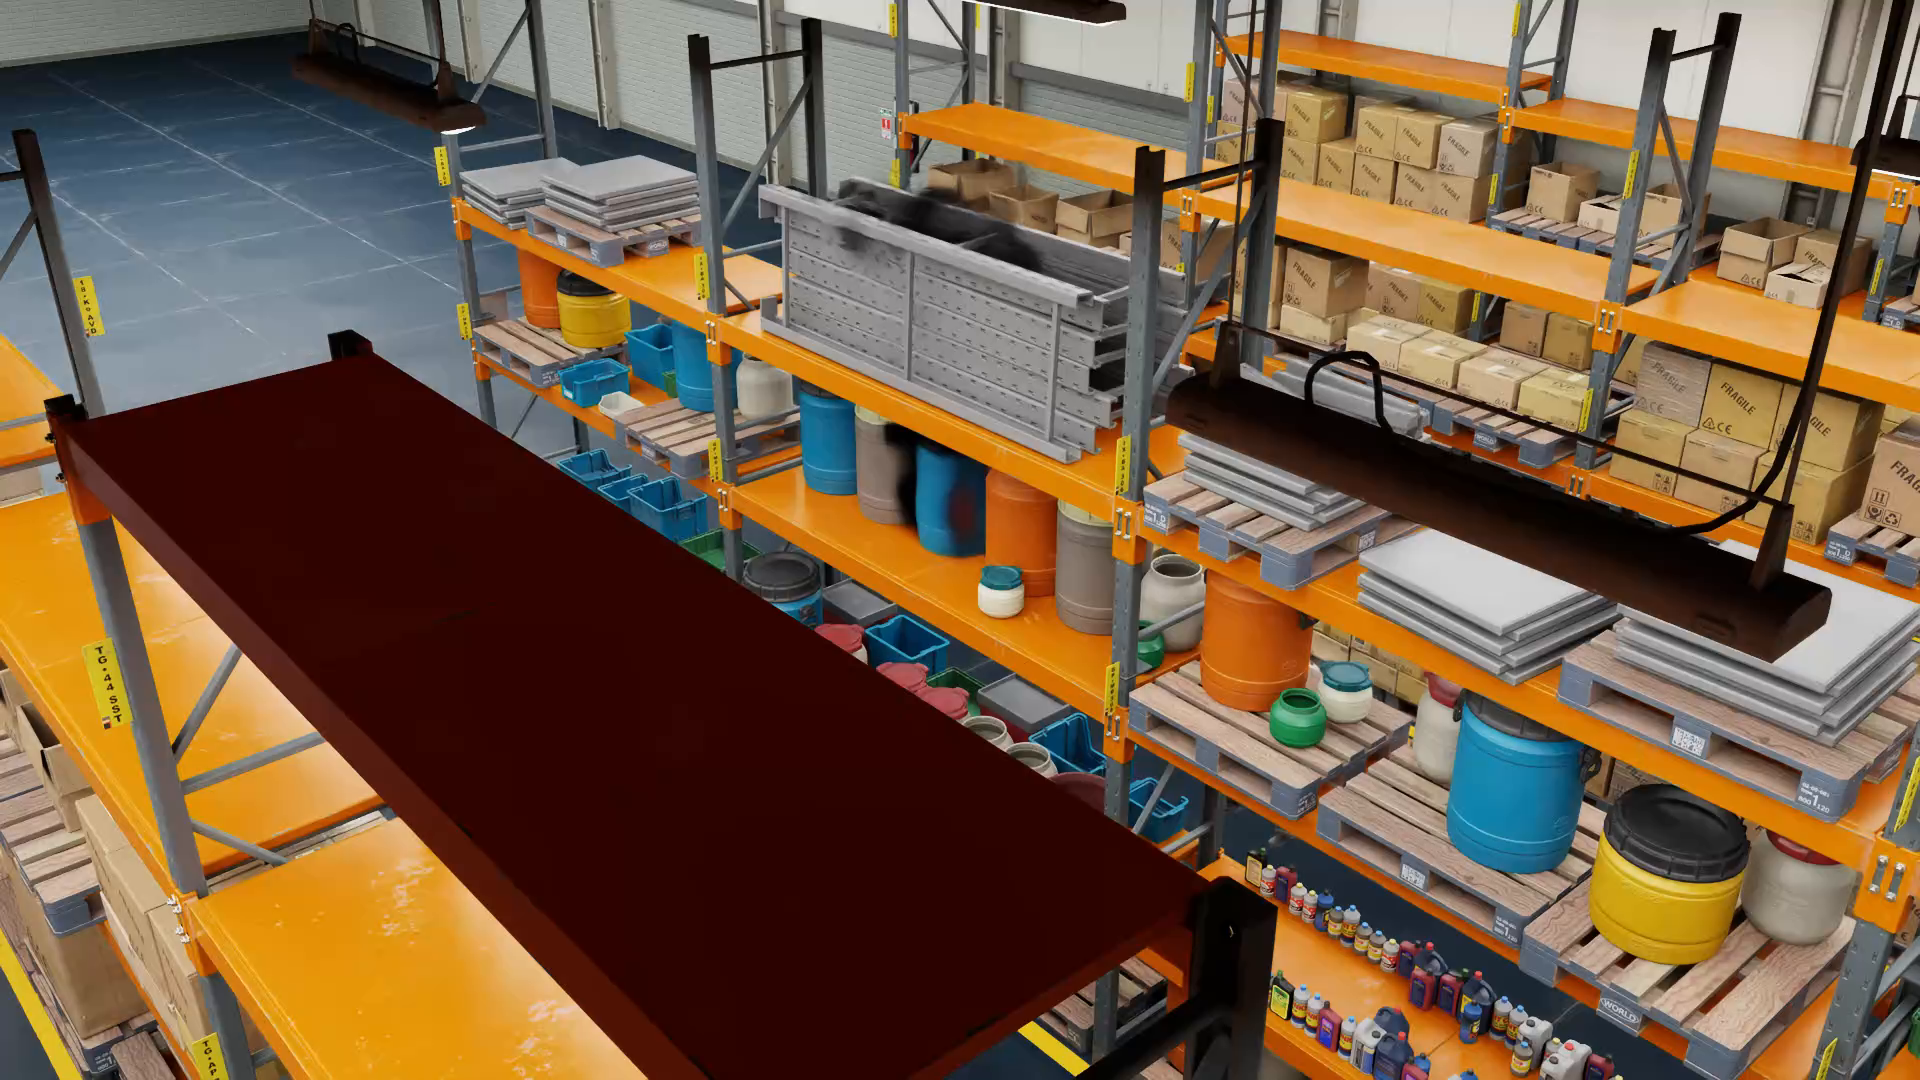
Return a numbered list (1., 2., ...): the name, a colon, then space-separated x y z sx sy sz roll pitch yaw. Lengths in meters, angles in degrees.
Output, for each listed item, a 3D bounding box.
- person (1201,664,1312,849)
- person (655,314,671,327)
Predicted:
1. person: 2.198 1.390 12.243 0.903 1.819 0.701 23 35 37
2. person: -3.327 -1.859 19.457 0.792 1.646 0.574 -4 27 -8
